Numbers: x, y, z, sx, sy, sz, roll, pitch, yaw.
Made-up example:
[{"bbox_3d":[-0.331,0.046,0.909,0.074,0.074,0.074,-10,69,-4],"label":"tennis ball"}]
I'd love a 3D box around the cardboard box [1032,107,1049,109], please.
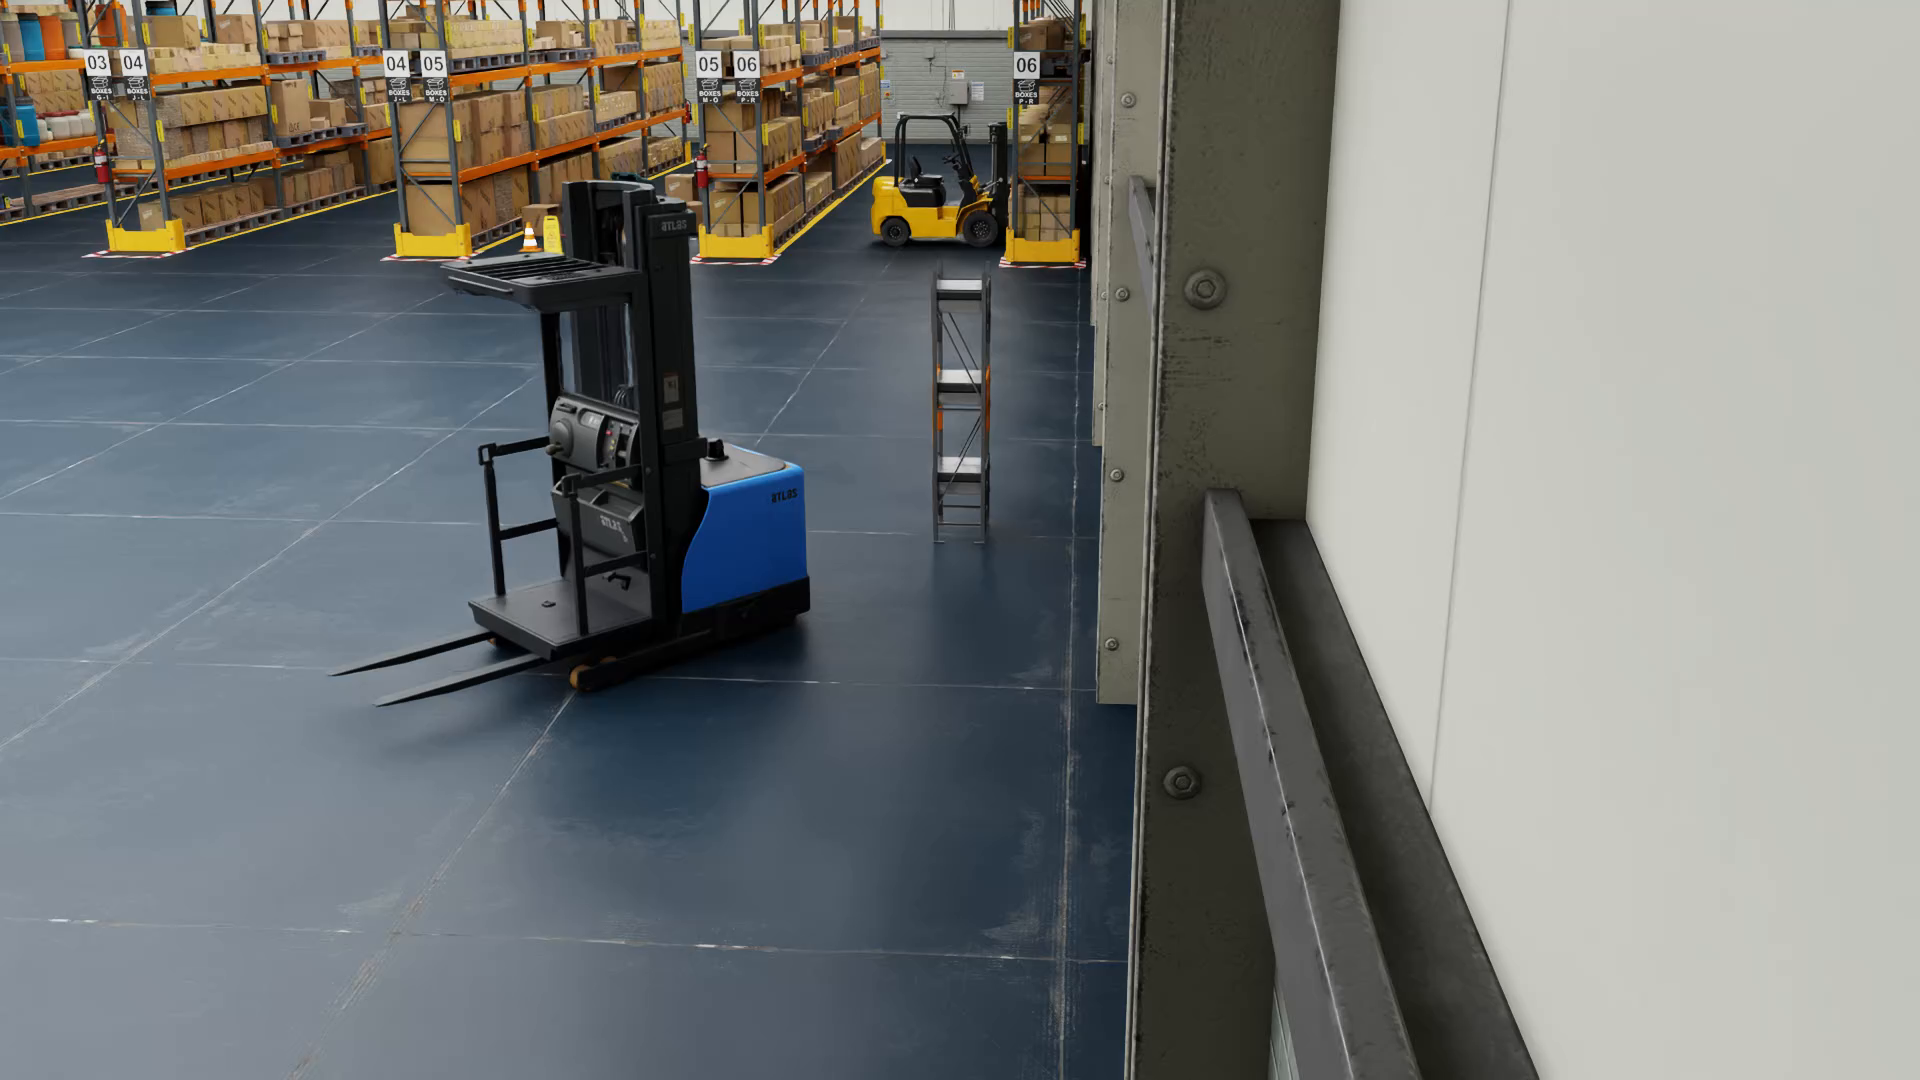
[{"bbox_3d":[1.577,-8.327,32.315,0.380,0.149,0.250,1,18,5],"label":"cardboard box"}]

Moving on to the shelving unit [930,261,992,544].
[{"bbox_3d":[0.012,-1.049,12.753,0.431,2.100,0.503,1,18,4],"label":"shelving unit"}]

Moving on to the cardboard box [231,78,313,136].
[{"bbox_3d":[-13.027,-8.203,31.504,1.000,1.000,1.000,1,18,4],"label":"cardboard box"}]

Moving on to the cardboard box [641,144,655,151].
[{"bbox_3d":[-7.435,-9.293,39.415,0.380,0.149,0.250,1,18,2],"label":"cardboard box"}]

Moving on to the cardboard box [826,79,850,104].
[{"bbox_3d":[-2.655,-9.638,35.753,0.500,0.500,0.500,2,18,5],"label":"cardboard box"}]

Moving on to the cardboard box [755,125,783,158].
[{"bbox_3d":[-3.246,-6.661,27.795,0.500,0.500,0.500,1,18,3],"label":"cardboard box"}]

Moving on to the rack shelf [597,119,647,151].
[{"bbox_3d":[-7.854,-8.855,36.284,1.077,0.370,4.000,1,18,4],"label":"rack shelf"}]

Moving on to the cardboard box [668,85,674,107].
[{"bbox_3d":[-7.268,-10.786,40.385,0.500,0.500,0.500,1,18,4],"label":"cardboard box"}]

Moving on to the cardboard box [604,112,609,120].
[{"bbox_3d":[-7.708,-9.041,35.427,0.380,0.149,0.250,2,18,6],"label":"cardboard box"}]

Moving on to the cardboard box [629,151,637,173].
[{"bbox_3d":[-7.549,-8.435,37.187,0.500,0.500,0.500,1,18,3],"label":"cardboard box"}]

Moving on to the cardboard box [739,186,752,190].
[{"bbox_3d":[-3.795,-5.678,27.970,0.500,0.500,0.500,2,18,6],"label":"cardboard box"}]

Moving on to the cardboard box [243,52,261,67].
[{"bbox_3d":[-12.996,-8.682,30.025,0.500,0.250,0.500,2,18,6],"label":"cardboard box"}]

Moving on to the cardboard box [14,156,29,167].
[{"bbox_3d":[-22.280,-9.044,39.014,0.500,0.500,0.500,1,18,4],"label":"cardboard box"}]

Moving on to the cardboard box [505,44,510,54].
[{"bbox_3d":[-8.044,-8.528,28.883,0.380,0.149,0.250,1,18,4],"label":"cardboard box"}]

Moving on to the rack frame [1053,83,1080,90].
[{"bbox_3d":[2.185,-9.629,37.492,1.000,3.000,0.127,1,18,4],"label":"rack frame"}]

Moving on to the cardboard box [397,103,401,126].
[{"bbox_3d":[-12.525,-9.385,36.585,0.500,0.500,0.500,1,18,4],"label":"cardboard box"}]

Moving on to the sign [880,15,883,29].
[{"bbox_3d":[-1.939,-12.773,40.975,0.100,0.325,0.005,1,18,4],"label":"sign"}]

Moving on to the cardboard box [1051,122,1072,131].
[{"bbox_3d":[1.644,-6.580,26.507,0.380,0.149,0.250,2,18,6],"label":"cardboard box"}]

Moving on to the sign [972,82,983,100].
[{"bbox_3d":[0.494,-12.649,46.860,0.329,0.494,0.001,1,18,4],"label":"sign"}]

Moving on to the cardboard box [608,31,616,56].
[{"bbox_3d":[-7.631,-10.531,35.266,0.500,0.500,0.500,1,18,4],"label":"cardboard box"}]

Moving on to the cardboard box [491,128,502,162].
[{"bbox_3d":[-8.409,-6.786,28.576,0.875,0.550,0.500,1,18,4],"label":"cardboard box"}]

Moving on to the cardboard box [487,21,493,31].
[{"bbox_3d":[-8.101,-8.673,28.044,0.380,0.149,0.250,2,18,5],"label":"cardboard box"}]

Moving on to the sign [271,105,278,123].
[{"bbox_3d":[-12.682,-7.877,30.754,0.100,0.325,0.005,1,18,4],"label":"sign"}]

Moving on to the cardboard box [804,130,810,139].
[{"bbox_3d":[-2.985,-7.499,30.720,0.380,0.149,0.250,2,18,5],"label":"cardboard box"}]

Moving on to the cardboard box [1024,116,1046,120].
[{"bbox_3d":[1.245,-6.992,27.763,0.380,0.149,0.250,2,18,5],"label":"cardboard box"}]

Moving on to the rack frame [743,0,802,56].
[{"bbox_3d":[-3.339,-10.105,29.310,1.000,3.000,0.127,1,18,4],"label":"rack frame"}]

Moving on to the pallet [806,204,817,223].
[{"bbox_3d":[-3.285,-6.171,31.416,1.003,0.211,1.213,1,18,4],"label":"pallet"}]

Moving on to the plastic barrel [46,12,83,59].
[{"bbox_3d":[-18.153,-10.242,33.739,0.600,0.901,0.600,0,18,0],"label":"plastic barrel"}]

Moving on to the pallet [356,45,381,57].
[{"bbox_3d":[-12.944,-10.254,34.887,1.213,0.211,1.003,2,18,6],"label":"pallet"}]

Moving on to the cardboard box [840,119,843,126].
[{"bbox_3d":[-2.747,-8.731,34.993,0.500,0.250,0.500,1,18,2],"label":"cardboard box"}]

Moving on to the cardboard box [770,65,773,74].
[{"bbox_3d":[-3.287,-7.739,27.309,0.380,0.149,0.250,1,18,2],"label":"cardboard box"}]

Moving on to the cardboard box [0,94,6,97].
[{"bbox_3d":[-22.751,-10.391,39.656,0.500,0.500,0.500,2,18,5],"label":"cardboard box"}]

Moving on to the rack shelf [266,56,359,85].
[{"bbox_3d":[-13.081,-9.180,32.460,1.077,0.370,4.000,1,18,4],"label":"rack shelf"}]

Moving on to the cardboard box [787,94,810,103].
[{"bbox_3d":[-2.953,-8.089,30.437,0.380,0.149,0.250,1,18,4],"label":"cardboard box"}]

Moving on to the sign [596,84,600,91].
[{"bbox_3d":[-8.252,-10.239,37.963,0.100,0.325,0.005,1,18,4],"label":"sign"}]

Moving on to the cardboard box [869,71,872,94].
[{"bbox_3d":[-2.361,-10.876,39.531,0.500,0.500,0.500,1,18,4],"label":"cardboard box"}]

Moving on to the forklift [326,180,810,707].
[{"bbox_3d":[-2.425,-0.648,10.194,3.031,2.935,1.130,-17,24,-41],"label":"forklift"}]

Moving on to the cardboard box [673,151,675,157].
[{"bbox_3d":[-7.276,-9.574,41.230,0.380,0.149,0.250,1,18,4],"label":"cardboard box"}]

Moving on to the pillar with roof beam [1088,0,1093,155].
[{"bbox_3d":[-0.730,-14.636,43.137,9.100,9.000,0.400,1,18,4],"label":"pillar with roof beam"}]

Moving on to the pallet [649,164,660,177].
[{"bbox_3d":[-7.698,-8.702,39.141,1.003,0.211,1.213,1,18,4],"label":"pallet"}]

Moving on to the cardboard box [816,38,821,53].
[{"bbox_3d":[-2.862,-9.138,30.742,0.500,0.250,0.500,1,18,3],"label":"cardboard box"}]

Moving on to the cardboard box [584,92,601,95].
[{"bbox_3d":[-8.232,-9.902,37.100,0.380,0.149,0.250,1,18,4],"label":"cardboard box"}]

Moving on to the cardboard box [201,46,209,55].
[{"bbox_3d":[-13.156,-8.420,28.586,0.380,0.149,0.250,1,18,2],"label":"cardboard box"}]

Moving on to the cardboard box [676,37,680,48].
[{"bbox_3d":[-7.192,-12.267,40.966,0.500,0.250,0.500,1,18,3],"label":"cardboard box"}]

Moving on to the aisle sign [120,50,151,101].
[{"bbox_3d":[-13.216,-7.442,26.644,0.394,0.787,0.004,1,18,4],"label":"aisle sign"}]

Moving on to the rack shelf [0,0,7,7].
[{"bbox_3d":[-22.674,-11.880,36.525,1.077,0.370,4.000,1,18,4],"label":"rack shelf"}]

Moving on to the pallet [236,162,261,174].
[{"bbox_3d":[-17.577,-8.975,39.973,1.003,0.211,1.213,1,18,4],"label":"pallet"}]

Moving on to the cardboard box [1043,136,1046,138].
[{"bbox_3d":[1.181,-6.428,27.563,0.500,0.500,0.500,1,18,3],"label":"cardboard box"}]

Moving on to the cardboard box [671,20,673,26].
[{"bbox_3d":[-7.248,-12.657,40.712,0.380,0.149,0.250,2,18,5],"label":"cardboard box"}]

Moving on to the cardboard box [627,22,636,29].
[{"bbox_3d":[-7.448,-11.684,37.744,0.380,0.149,0.250,1,18,3],"label":"cardboard box"}]

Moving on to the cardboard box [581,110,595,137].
[{"bbox_3d":[-7.762,-8.477,33.816,0.500,0.500,0.500,1,18,4],"label":"cardboard box"}]

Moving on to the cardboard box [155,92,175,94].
[{"bbox_3d":[-13.649,-7.384,28.396,0.500,0.500,0.500,1,18,4],"label":"cardboard box"}]

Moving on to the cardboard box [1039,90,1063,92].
[{"bbox_3d":[1.928,-9.731,36.968,0.700,0.500,0.500,2,18,5],"label":"cardboard box"}]
